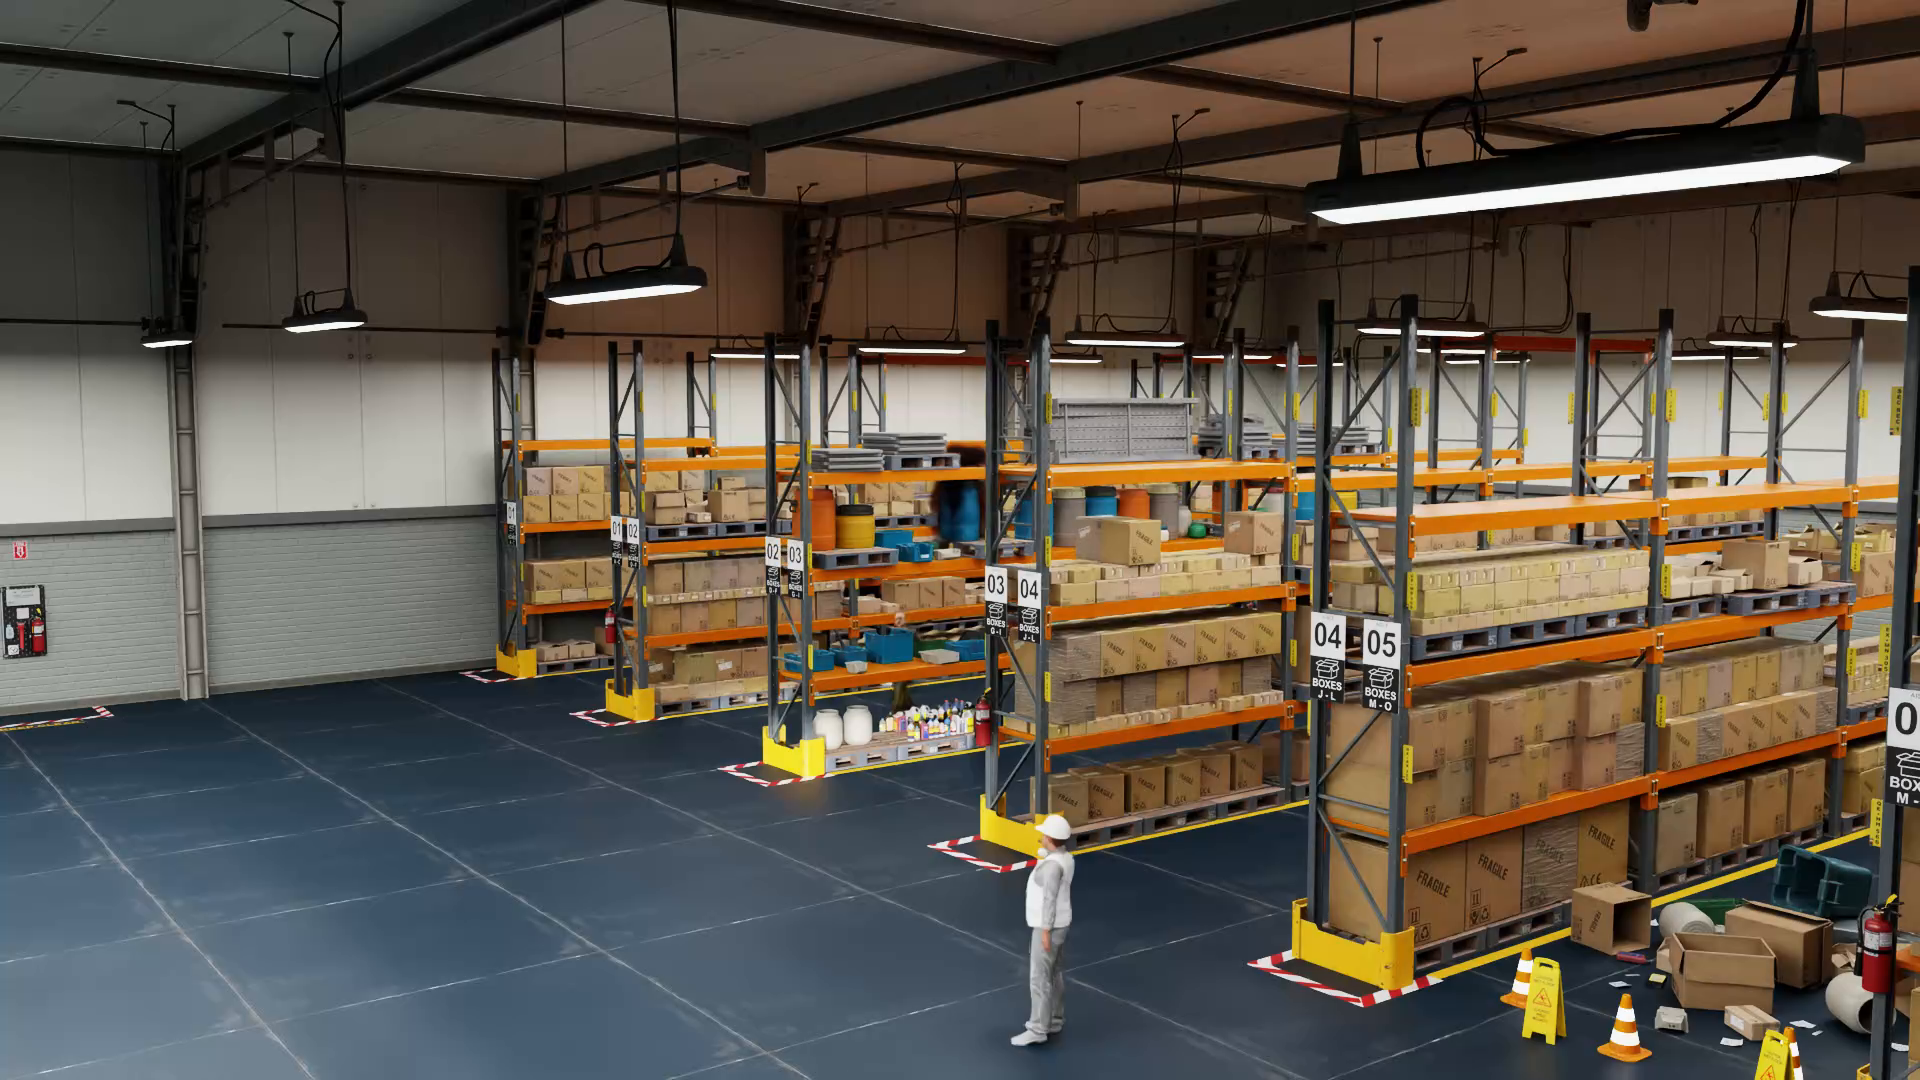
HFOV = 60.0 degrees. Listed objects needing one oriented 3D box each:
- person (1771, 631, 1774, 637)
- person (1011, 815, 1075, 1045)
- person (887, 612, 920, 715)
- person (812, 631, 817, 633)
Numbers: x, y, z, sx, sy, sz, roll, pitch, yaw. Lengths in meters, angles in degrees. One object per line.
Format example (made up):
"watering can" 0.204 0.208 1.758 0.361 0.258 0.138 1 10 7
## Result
"person" 11.957 2.165 24.658 1.061 1.677 0.521 -4 7 -40
"person" 0.672 3.108 13.385 0.457 1.789 0.607 1 5 10
"person" -0.968 2.031 25.863 0.625 1.805 0.764 5 7 43
"person" -2.927 1.484 31.873 1.009 1.736 0.487 -5 7 -44
